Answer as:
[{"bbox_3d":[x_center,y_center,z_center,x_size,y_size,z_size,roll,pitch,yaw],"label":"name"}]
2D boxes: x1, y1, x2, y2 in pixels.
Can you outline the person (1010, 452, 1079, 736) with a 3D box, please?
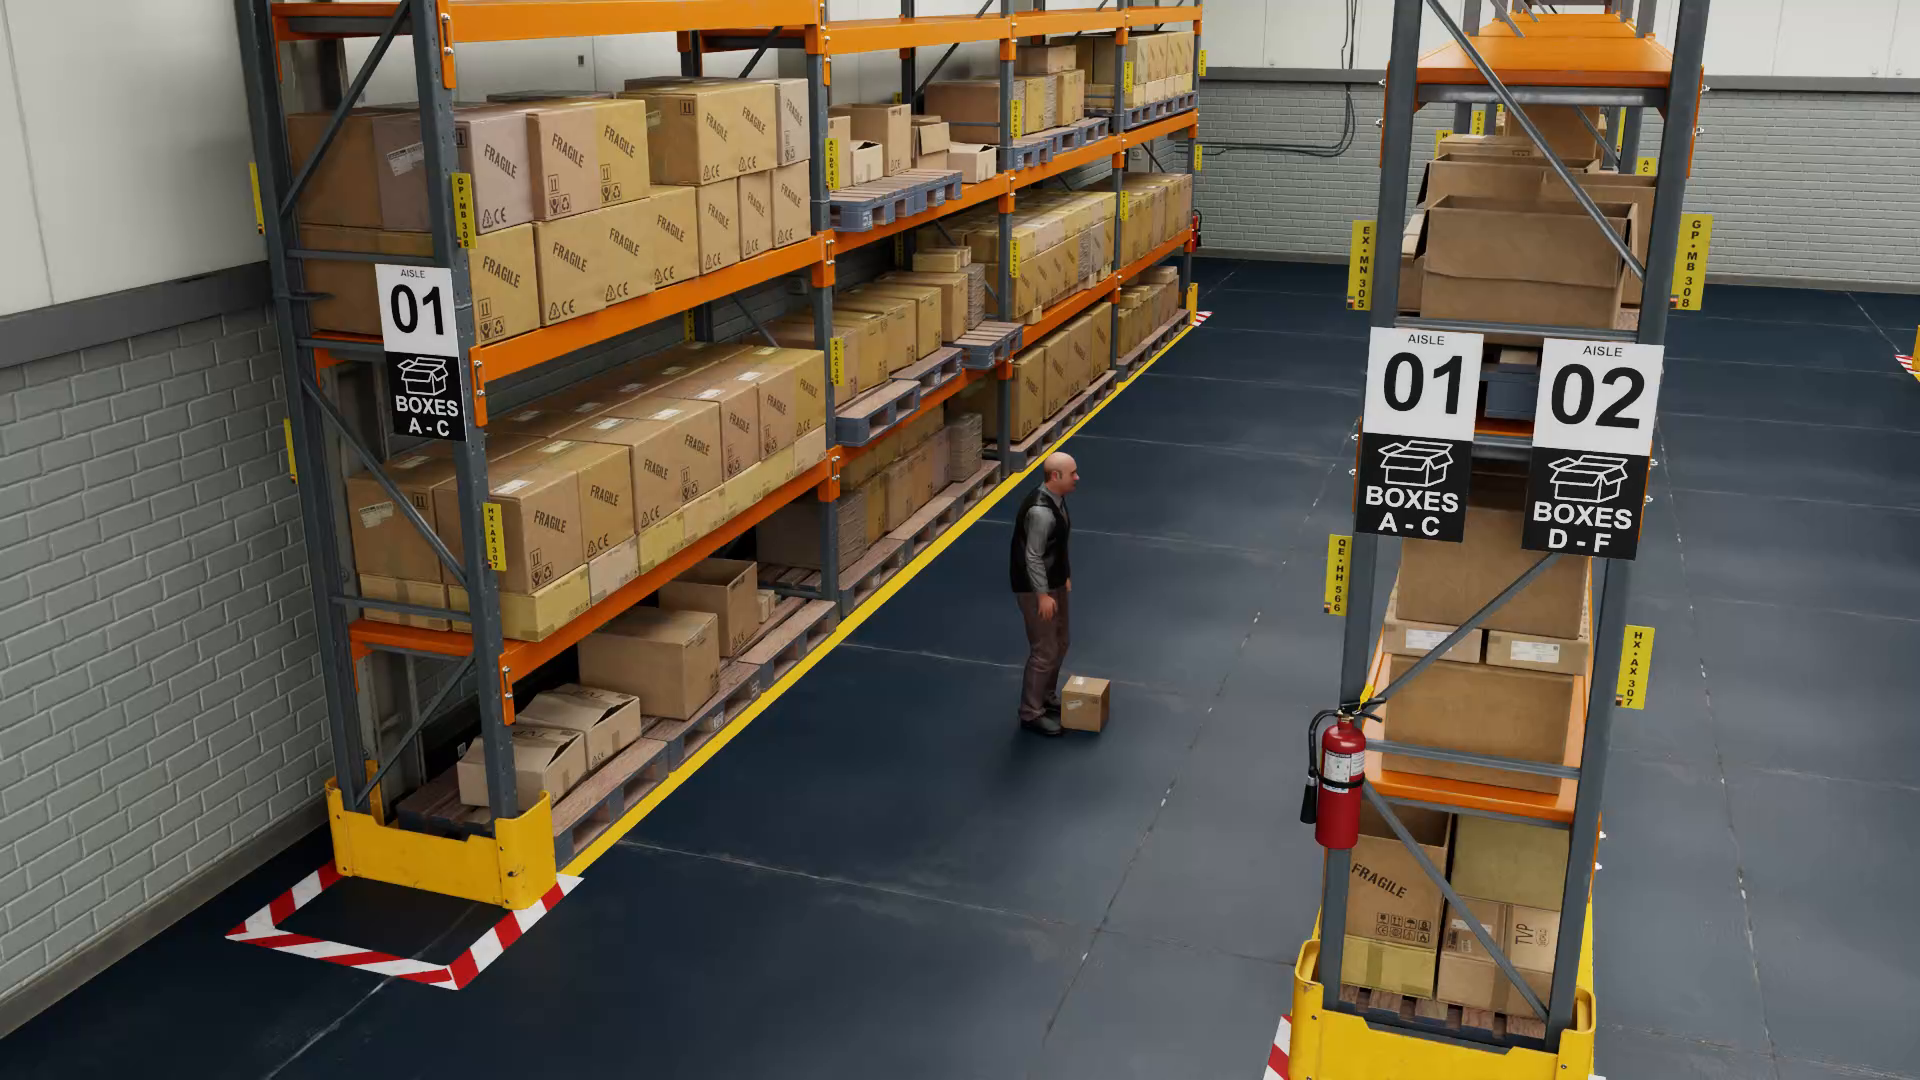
[{"bbox_3d":[0.518,0.340,10.238,0.413,1.622,0.592,5,19,16],"label":"person"}]
